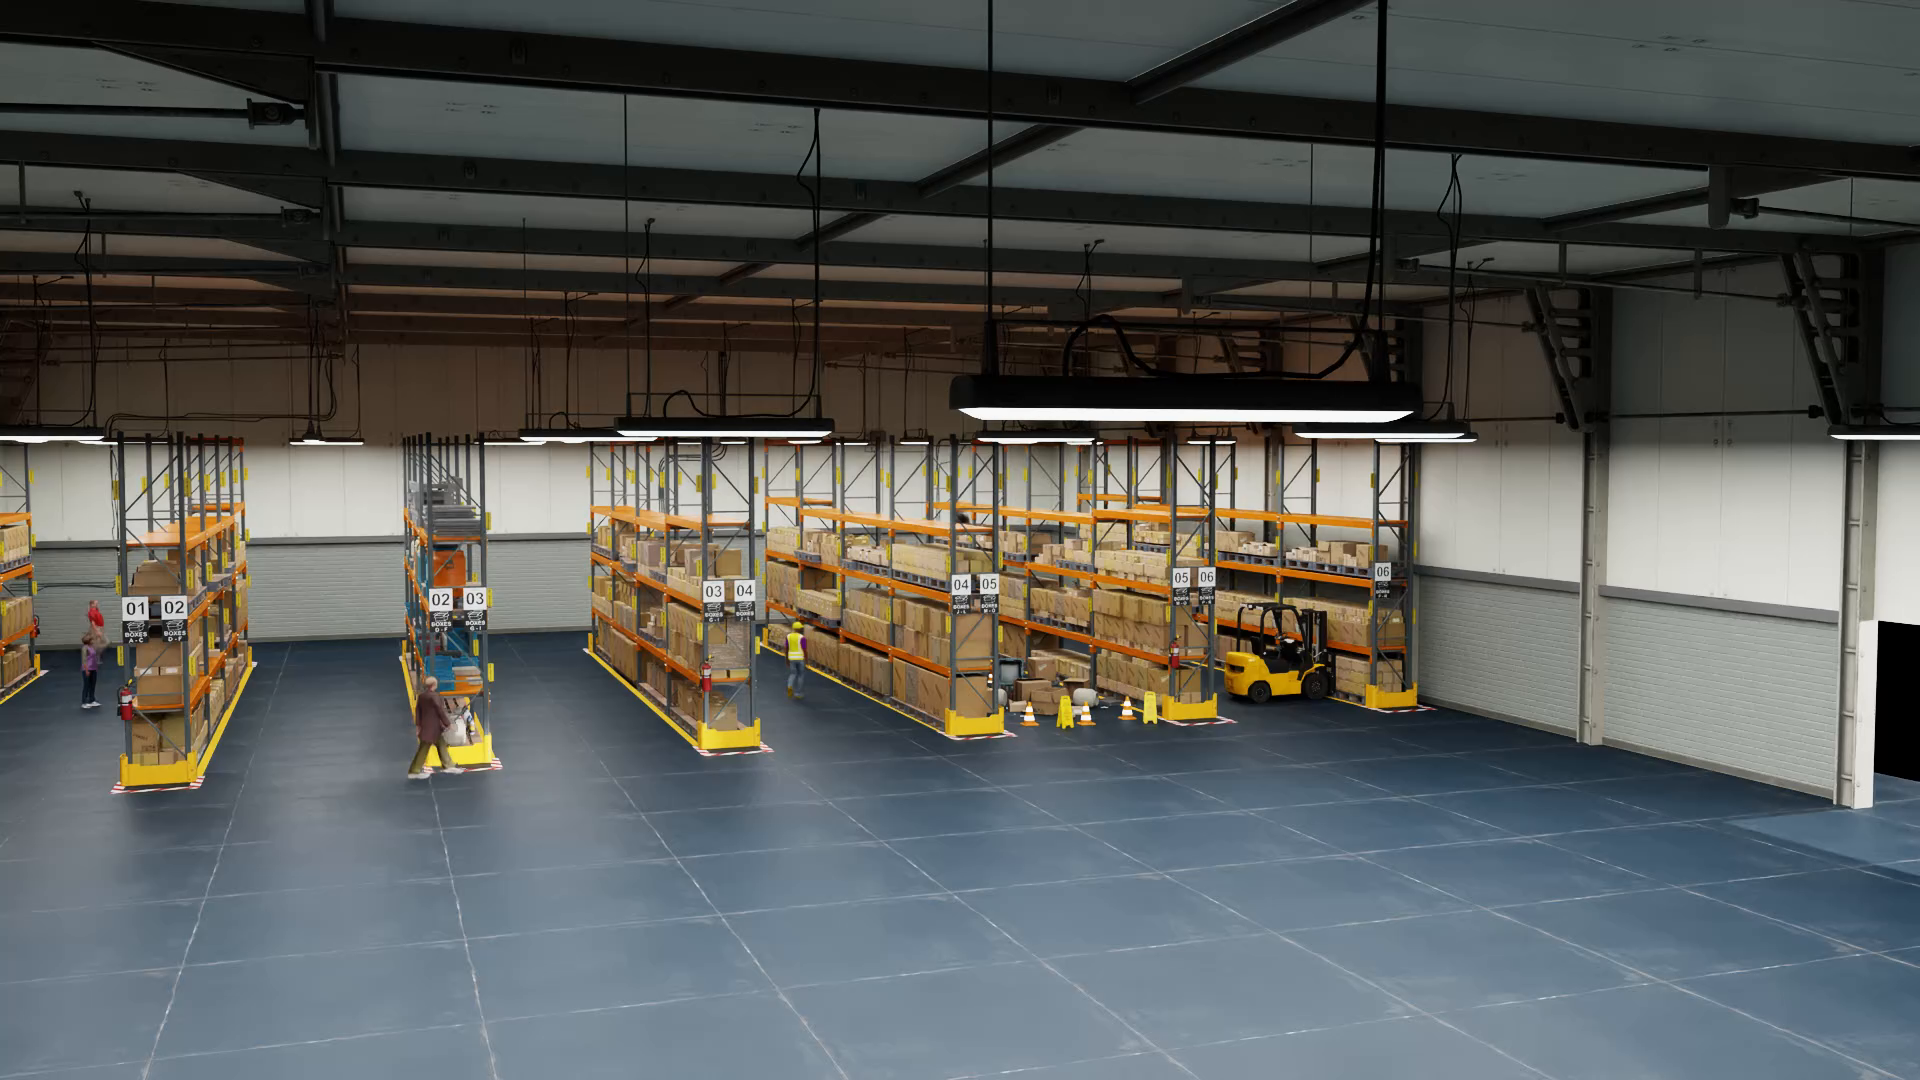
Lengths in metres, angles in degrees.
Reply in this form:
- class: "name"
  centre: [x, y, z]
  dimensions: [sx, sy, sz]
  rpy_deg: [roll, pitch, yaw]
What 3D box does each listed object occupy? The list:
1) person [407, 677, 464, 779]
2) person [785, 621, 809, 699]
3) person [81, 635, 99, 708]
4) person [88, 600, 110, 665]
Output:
- class: "person"
  centre: [-9.042, 3.228, 28.701]
  dimensions: [1.003, 1.750, 0.567]
  rpy_deg: [-2, 4, -31]
- class: "person"
  centre: [-3.723, 2.733, 37.830]
  dimensions: [0.574, 1.759, 0.602]
  rpy_deg: [1, 3, 15]
- class: "person"
  centre: [-19.239, 2.896, 36.776]
  dimensions: [0.354, 1.618, 0.485]
  rpy_deg: [1, 3, 9]
- class: "person"
  centre: [-22.659, 2.433, 43.710]
  dimensions: [0.450, 1.733, 0.543]
  rpy_deg: [-1, 3, -10]
